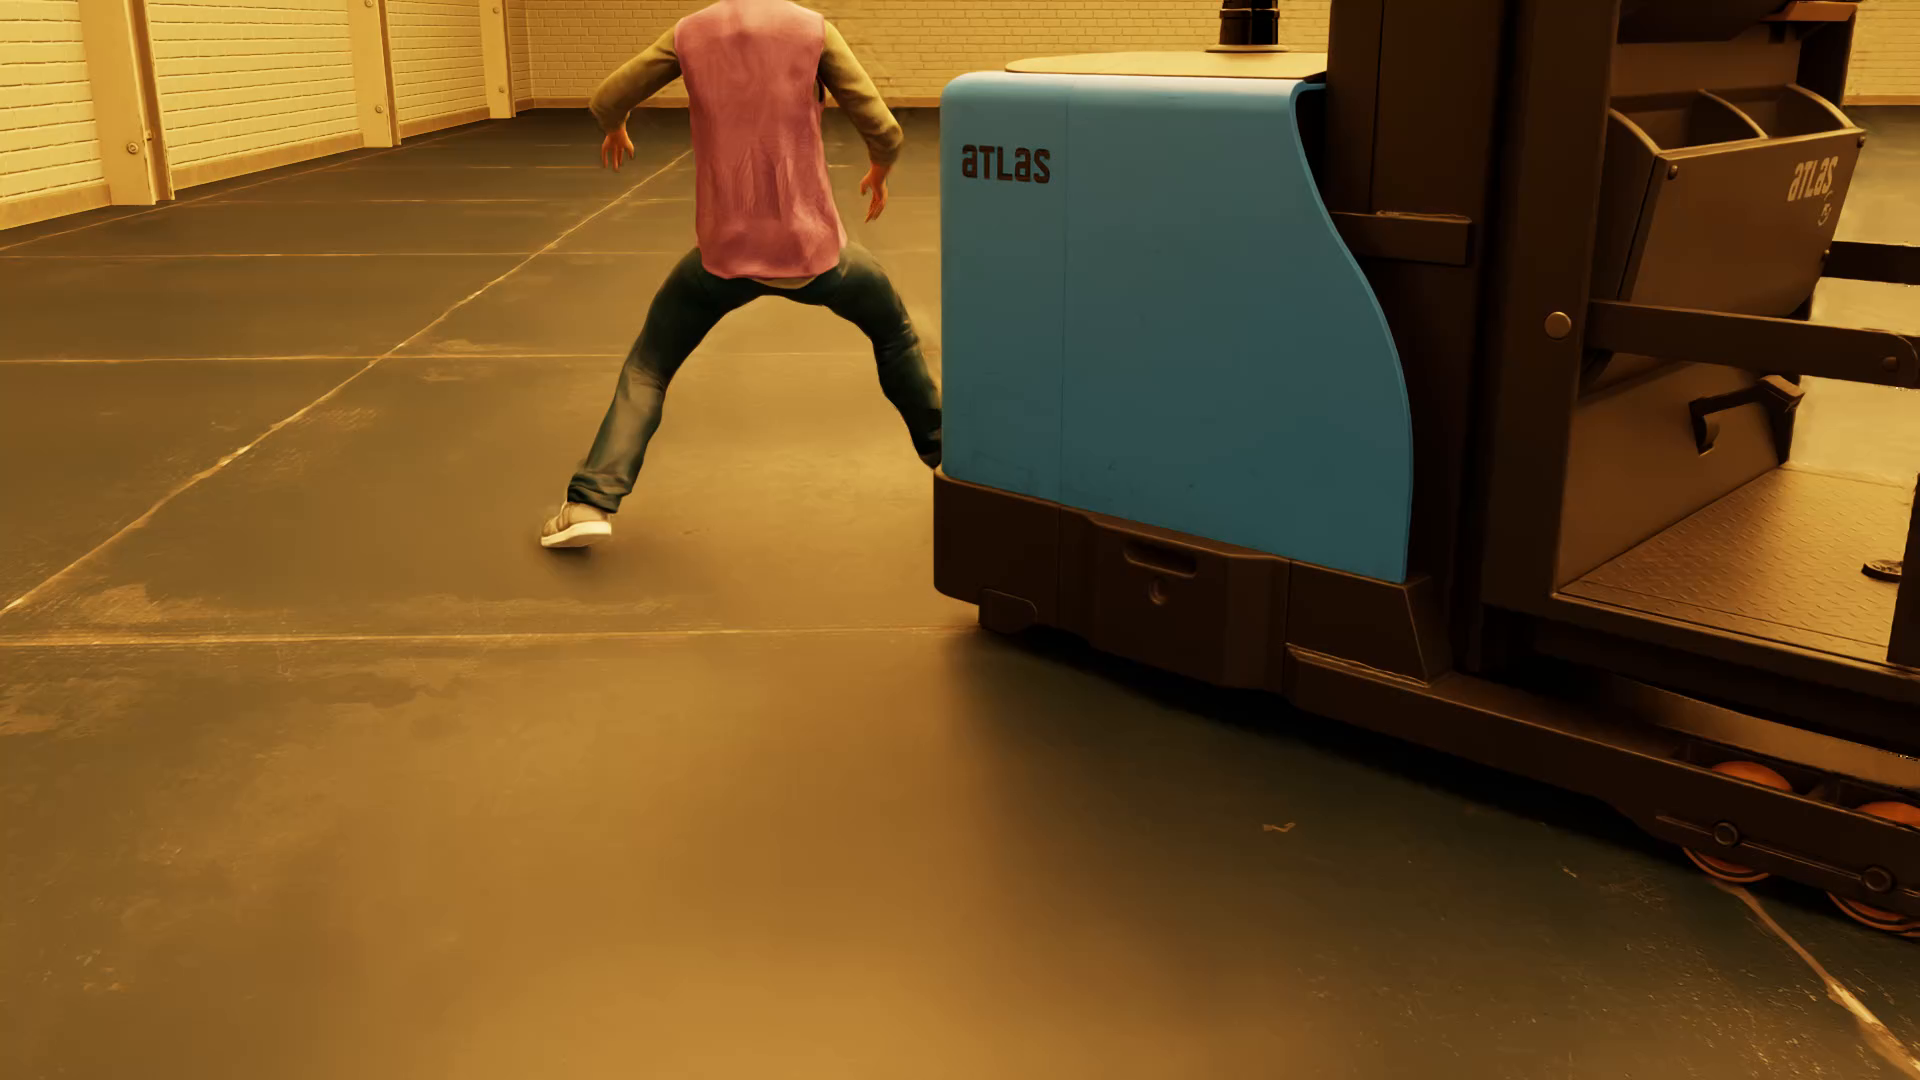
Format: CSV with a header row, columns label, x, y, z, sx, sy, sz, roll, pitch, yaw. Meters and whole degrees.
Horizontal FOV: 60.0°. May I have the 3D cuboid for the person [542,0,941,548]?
label,x,y,z,sx,sy,sz,roll,pitch,yaw
person,-0.477,-0.746,3.962,0.986,1.430,0.909,1,17,3

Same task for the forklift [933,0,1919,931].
label,x,y,z,sx,sy,sz,roll,pitch,yaw
forklift,1.375,-1.054,2.355,3.031,2.935,1.130,15,23,40
